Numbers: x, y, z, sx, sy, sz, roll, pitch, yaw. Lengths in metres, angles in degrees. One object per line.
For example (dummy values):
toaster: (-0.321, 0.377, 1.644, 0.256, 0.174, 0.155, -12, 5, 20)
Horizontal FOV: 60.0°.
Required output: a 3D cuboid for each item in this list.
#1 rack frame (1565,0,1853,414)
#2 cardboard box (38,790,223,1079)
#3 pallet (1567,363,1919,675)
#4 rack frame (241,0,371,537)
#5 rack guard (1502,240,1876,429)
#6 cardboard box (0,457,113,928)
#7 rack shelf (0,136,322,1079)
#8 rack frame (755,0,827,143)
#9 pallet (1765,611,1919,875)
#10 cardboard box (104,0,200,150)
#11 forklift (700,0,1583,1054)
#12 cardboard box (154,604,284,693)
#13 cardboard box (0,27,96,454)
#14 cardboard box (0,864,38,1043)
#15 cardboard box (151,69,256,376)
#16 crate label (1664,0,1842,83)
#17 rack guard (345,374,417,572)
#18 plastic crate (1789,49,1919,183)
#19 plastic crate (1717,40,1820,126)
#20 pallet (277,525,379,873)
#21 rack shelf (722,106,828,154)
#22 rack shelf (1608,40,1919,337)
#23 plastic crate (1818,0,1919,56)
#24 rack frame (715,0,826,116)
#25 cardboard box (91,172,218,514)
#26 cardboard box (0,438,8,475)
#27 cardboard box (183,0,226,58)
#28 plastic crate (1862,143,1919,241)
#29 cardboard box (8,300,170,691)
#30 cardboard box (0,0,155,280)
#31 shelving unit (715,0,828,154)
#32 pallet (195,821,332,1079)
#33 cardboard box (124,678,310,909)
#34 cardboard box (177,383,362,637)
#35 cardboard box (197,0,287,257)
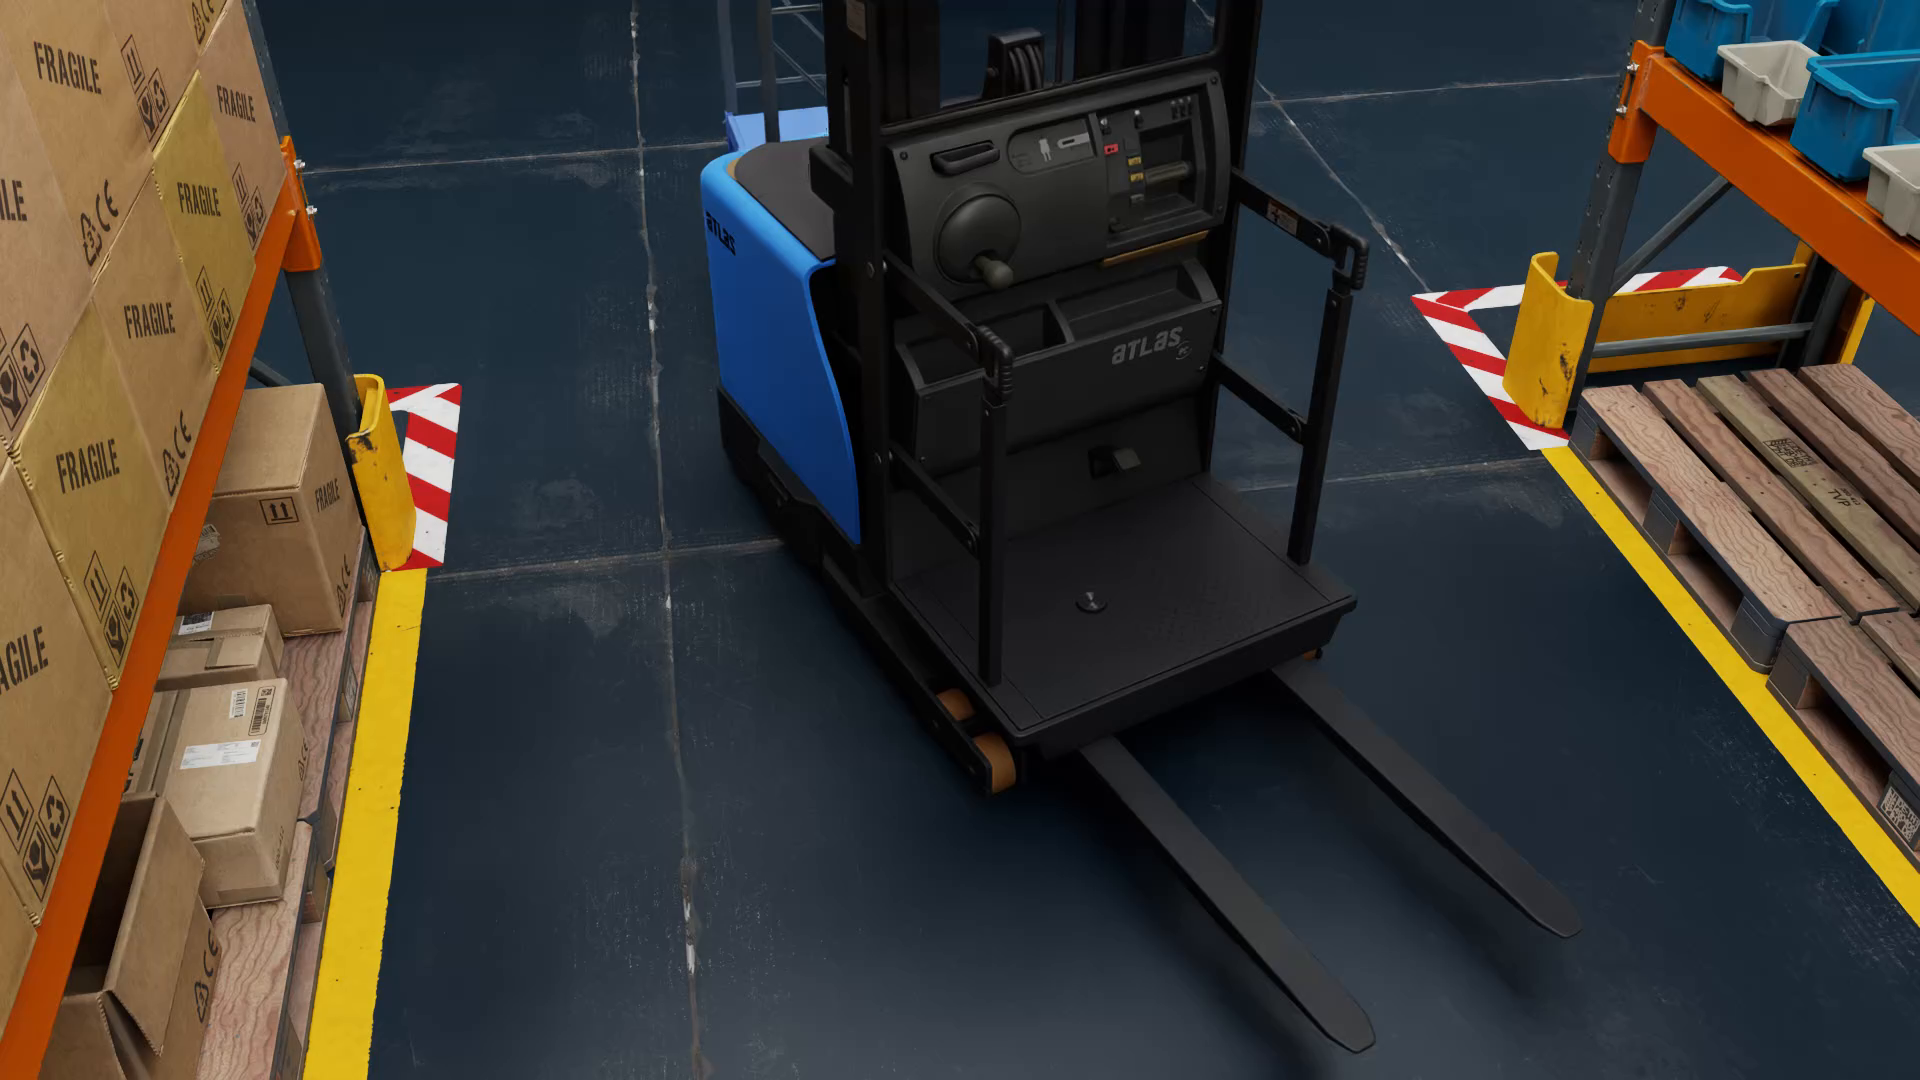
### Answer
rack frame: (2.557, -1.714, 5.011, 1.000, 3.000, 0.127, -6, 38, -8)
cardboard box: (-1.954, 0.910, 3.309, 0.797, 0.503, 0.637, -6, 38, -8)
pallet: (2.663, -0.111, 5.220, 1.003, 0.211, 1.213, -6, 38, -8)
rack frame: (-2.321, -1.184, 4.328, 1.000, 3.000, 0.127, -6, 38, -8)
rack guard: (2.540, -0.740, 5.795, 1.175, 0.500, 0.348, -6, 38, -8)
cardboard box: (-1.619, 0.245, 2.409, 0.500, 0.500, 0.500, -6, 38, -8)
rack shelf: (-1.970, 0.309, 2.994, 1.077, 0.370, 4.000, -6, 38, -8)
rack frame: (-0.373, -1.123, 5.473, 0.500, 1.500, 0.032, -9, 39, -12)
pallet: (2.874, 0.625, 4.274, 1.003, 0.211, 1.213, -6, 38, -8)
cardboard box: (-1.882, -1.074, 3.290, 0.500, 0.500, 0.500, -5, 38, -7)
forklift: (0.372, -0.810, 3.903, 1.130, 2.935, 3.031, -19, 42, -23)
cardboard box: (-2.000, 0.318, 4.347, 0.380, 0.166, 0.250, -6, 38, -8)
cardboard box: (-1.697, -0.451, 2.489, 0.500, 0.500, 0.500, -5, 38, -7)
cardboard box: (-1.533, 0.547, 2.020, 0.500, 0.500, 0.500, -6, 38, -7)
cardboard box: (-1.880, -0.669, 3.584, 0.500, 0.500, 0.500, -6, 38, -8)
crate label: (2.276, -1.487, 4.807, 0.416, 0.233, 0.303, -6, 38, -8)
rack guard: (-2.307, -0.150, 5.036, 1.175, 0.500, 0.348, -6, 38, -8)
plastic crate: (2.391, -1.089, 4.295, 0.416, 0.233, 0.300, -6, 38, -8)
plastic crate: (2.251, -1.246, 4.575, 0.250, 0.136, 0.298, -6, 38, -8)
pallet: (-2.166, 0.445, 4.505, 1.003, 0.211, 1.213, -6, 38, -8)
rack shelf: (-0.506, -1.282, 5.971, 0.538, 0.185, 1.000, -9, 39, -12)
rack shelf: (2.907, -0.222, 3.677, 1.077, 0.370, 4.000, -6, 38, -8)
plastic crate: (2.799, -1.570, 4.748, 0.616, 0.435, 0.499, -6, 38, -8)
rack frame: (-0.639, -1.725, 6.248, 0.500, 1.500, 0.032, -9, 39, -12)
cardboard box: (-1.798, -0.367, 3.196, 0.500, 0.500, 0.500, -6, 38, -8)
cardboard box: (-1.605, -0.139, 2.087, 0.500, 0.500, 0.500, -7, 38, -9)
cardboard box: (-1.972, -1.379, 3.683, 0.500, 0.500, 0.500, -7, 38, -8)
plastic crate: (2.370, -0.837, 4.048, 0.250, 0.136, 0.298, -6, 38, -8)
cardboard box: (-1.709, -0.062, 2.804, 0.500, 0.500, 0.500, -7, 38, -9)
cardboard box: (-1.787, -0.761, 2.888, 0.500, 0.500, 0.500, -5, 38, -7)
shelving unit: (-0.506, -1.424, 5.860, 0.538, 1.500, 1.048, -9, 39, -12)
pallet: (-1.956, 1.180, 3.559, 1.003, 0.211, 1.213, -6, 38, -8)
cardboard box: (-1.846, 0.608, 3.906, 0.500, 0.250, 0.500, -6, 38, -8)
cardboard box: (-1.983, -0.068, 4.572, 0.500, 0.500, 0.500, -6, 38, -8)
cardboard box: (-1.974, -0.982, 3.987, 0.500, 0.500, 0.500, -5, 38, -7)
